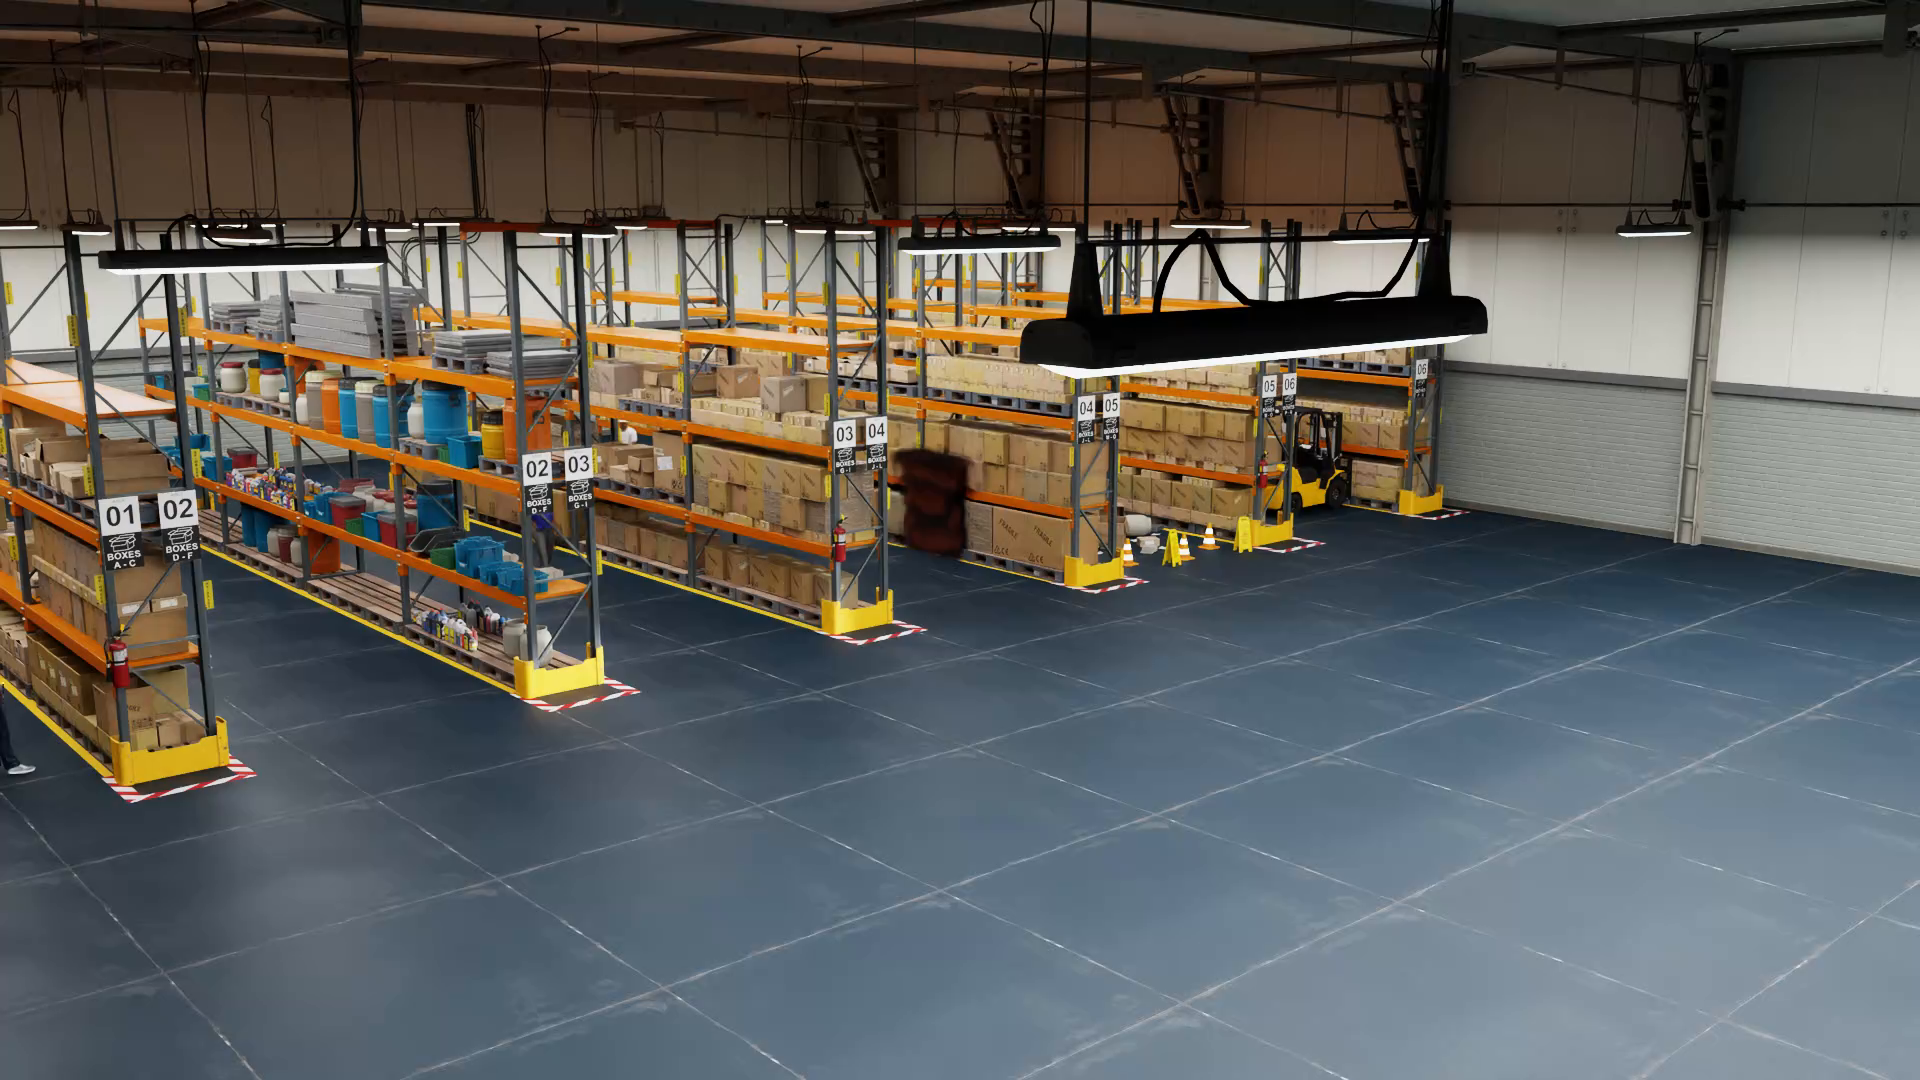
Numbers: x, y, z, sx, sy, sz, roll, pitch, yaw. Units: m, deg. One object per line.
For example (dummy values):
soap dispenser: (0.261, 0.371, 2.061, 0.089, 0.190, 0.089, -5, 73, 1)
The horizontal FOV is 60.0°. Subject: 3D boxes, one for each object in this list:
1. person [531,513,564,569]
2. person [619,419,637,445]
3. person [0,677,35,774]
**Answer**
person: (-7.036, -0.078, 28.166, 0.599, 1.605, 0.978, -7, 13, -31)
person: (-7.397, -1.855, 36.584, 0.598, 1.777, 0.469, 6, 13, 28)
person: (-10.752, 1.888, 18.489, 0.622, 1.591, 0.398, -2, 12, -10)
